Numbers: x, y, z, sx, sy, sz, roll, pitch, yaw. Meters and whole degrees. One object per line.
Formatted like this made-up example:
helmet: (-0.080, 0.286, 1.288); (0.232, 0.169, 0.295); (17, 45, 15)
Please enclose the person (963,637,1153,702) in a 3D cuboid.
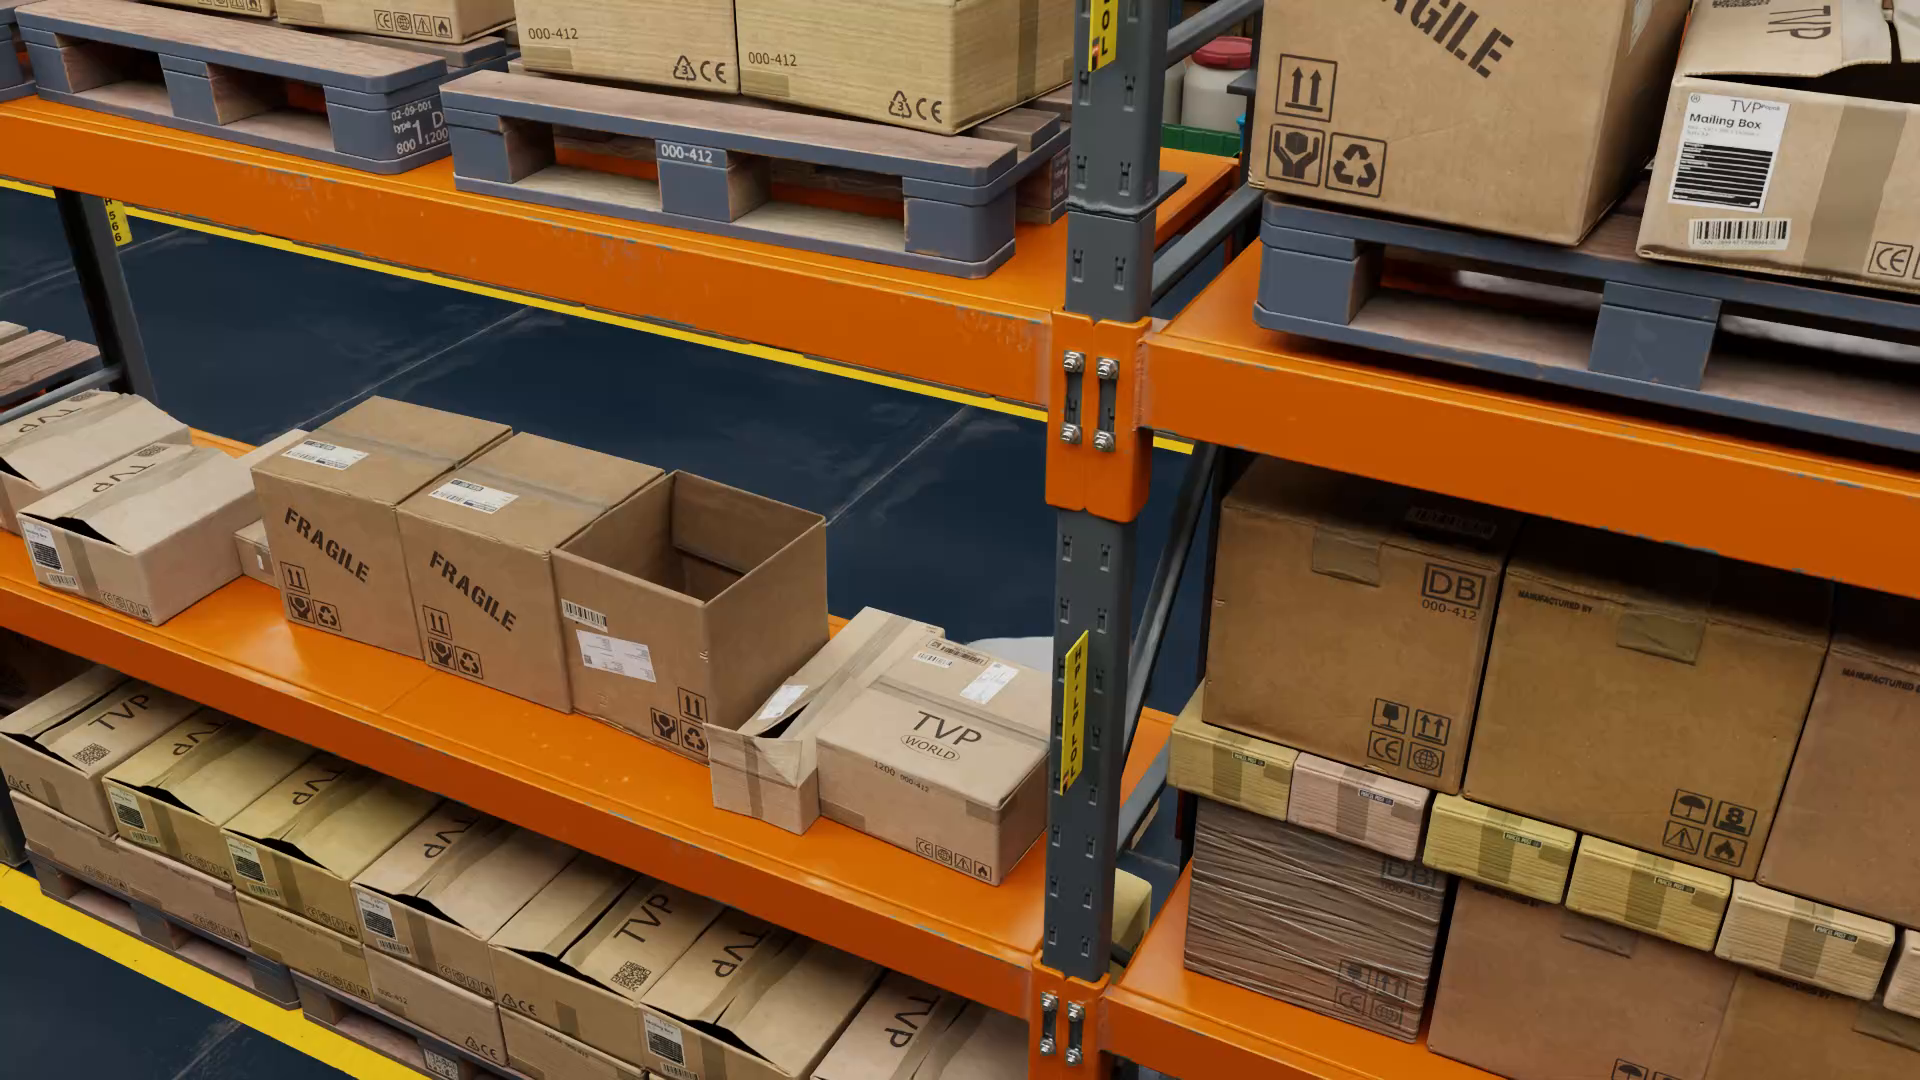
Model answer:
person: (0.265, 0.665, 5.965); (0.835, 0.768, 0.433); (15, 34, 23)
